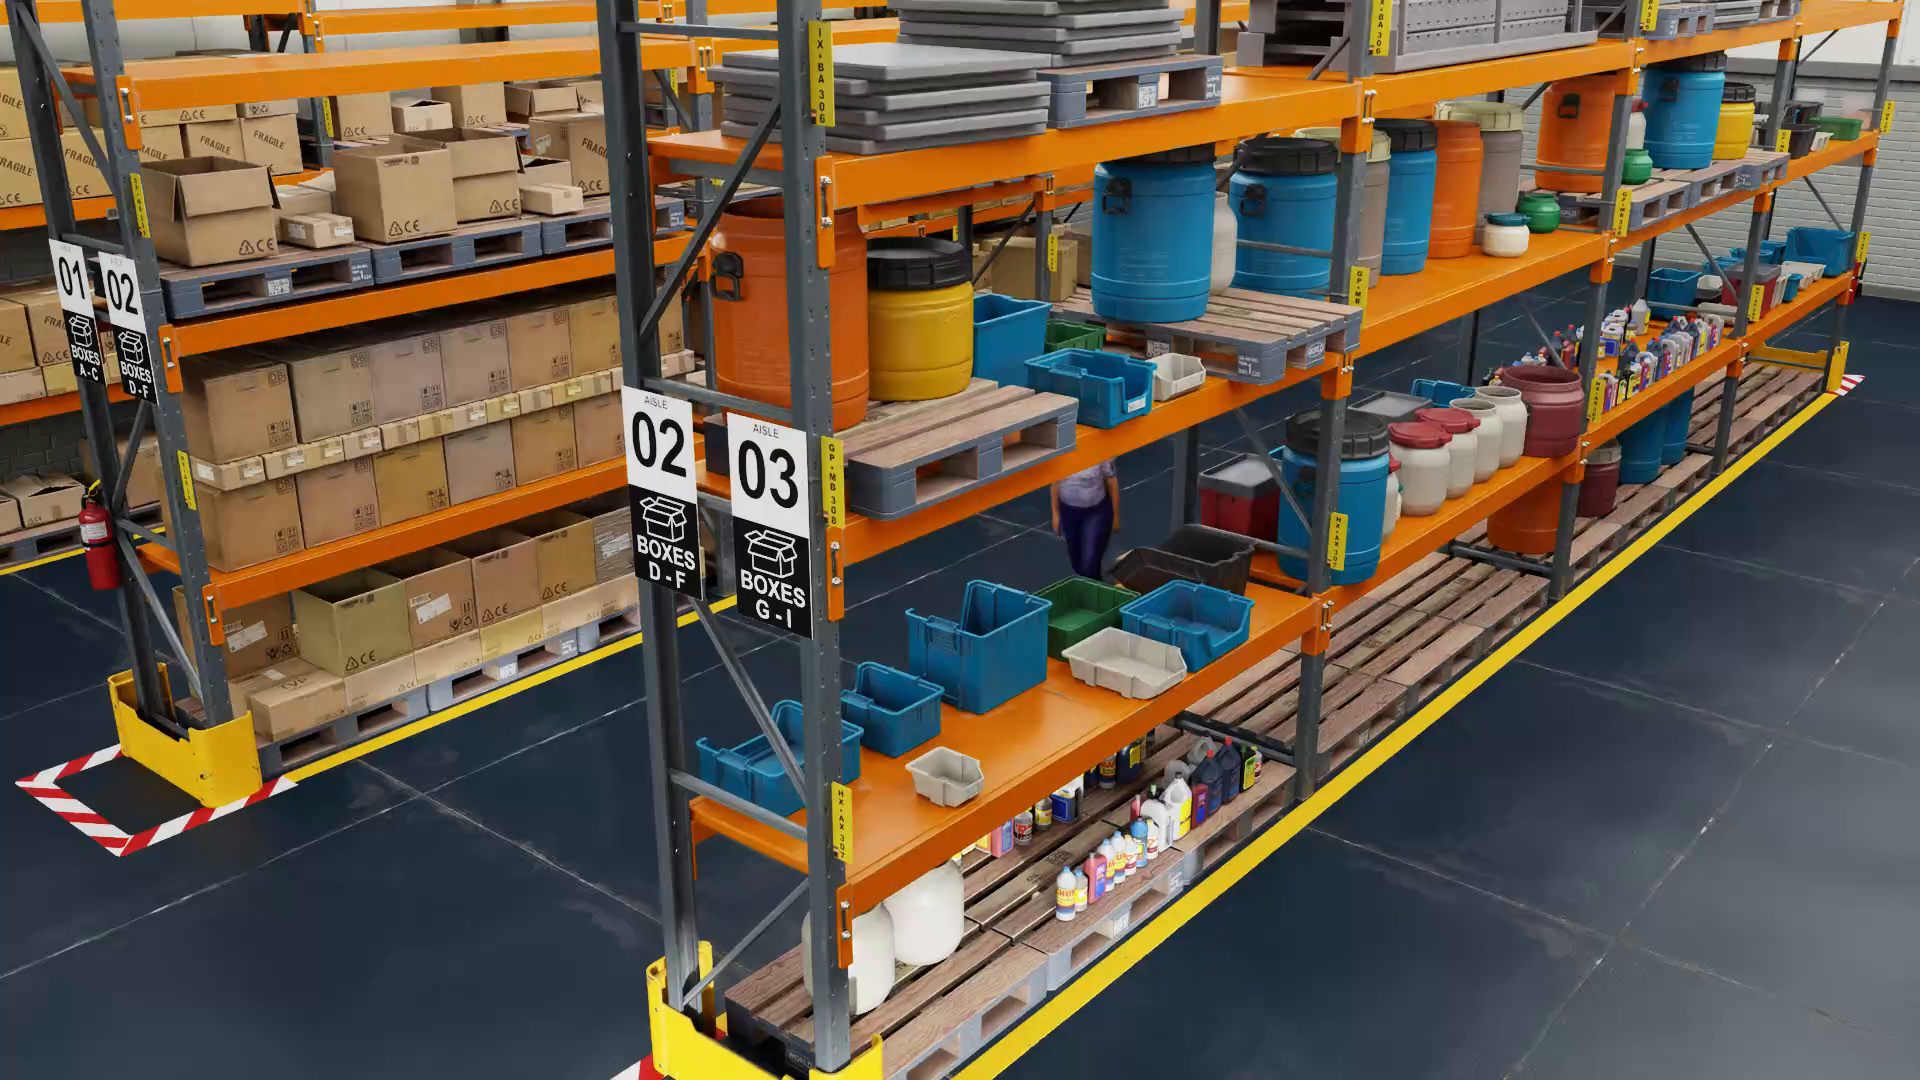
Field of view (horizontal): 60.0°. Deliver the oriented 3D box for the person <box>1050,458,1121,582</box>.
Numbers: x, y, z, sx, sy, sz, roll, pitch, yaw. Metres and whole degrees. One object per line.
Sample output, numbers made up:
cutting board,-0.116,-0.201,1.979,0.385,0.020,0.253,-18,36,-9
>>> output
person,0.906,-0.154,12.049,0.512,1.683,0.501,12,24,30
